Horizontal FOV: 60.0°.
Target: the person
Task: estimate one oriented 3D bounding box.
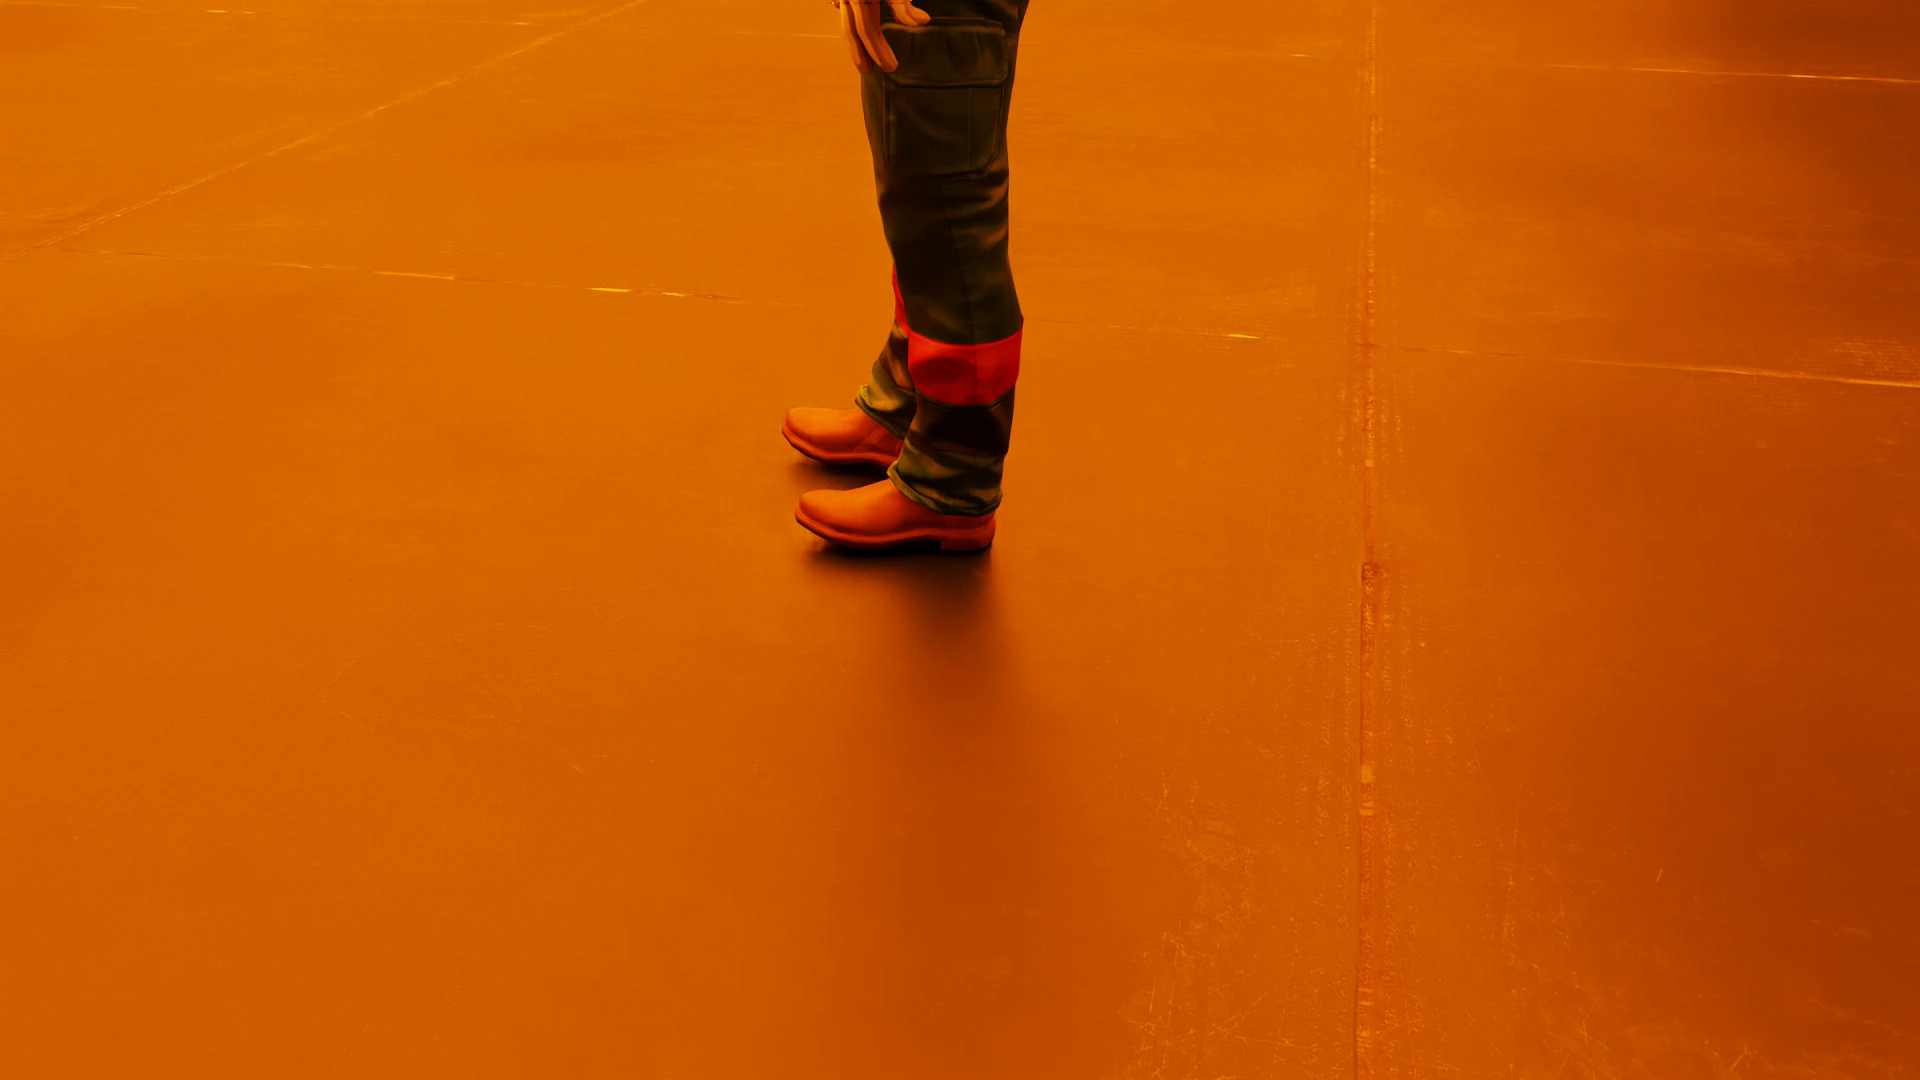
[{"bbox_3d":[-0.077,-0.818,2.119,0.562,1.789,0.638,6,27,11],"label":"person"}]
